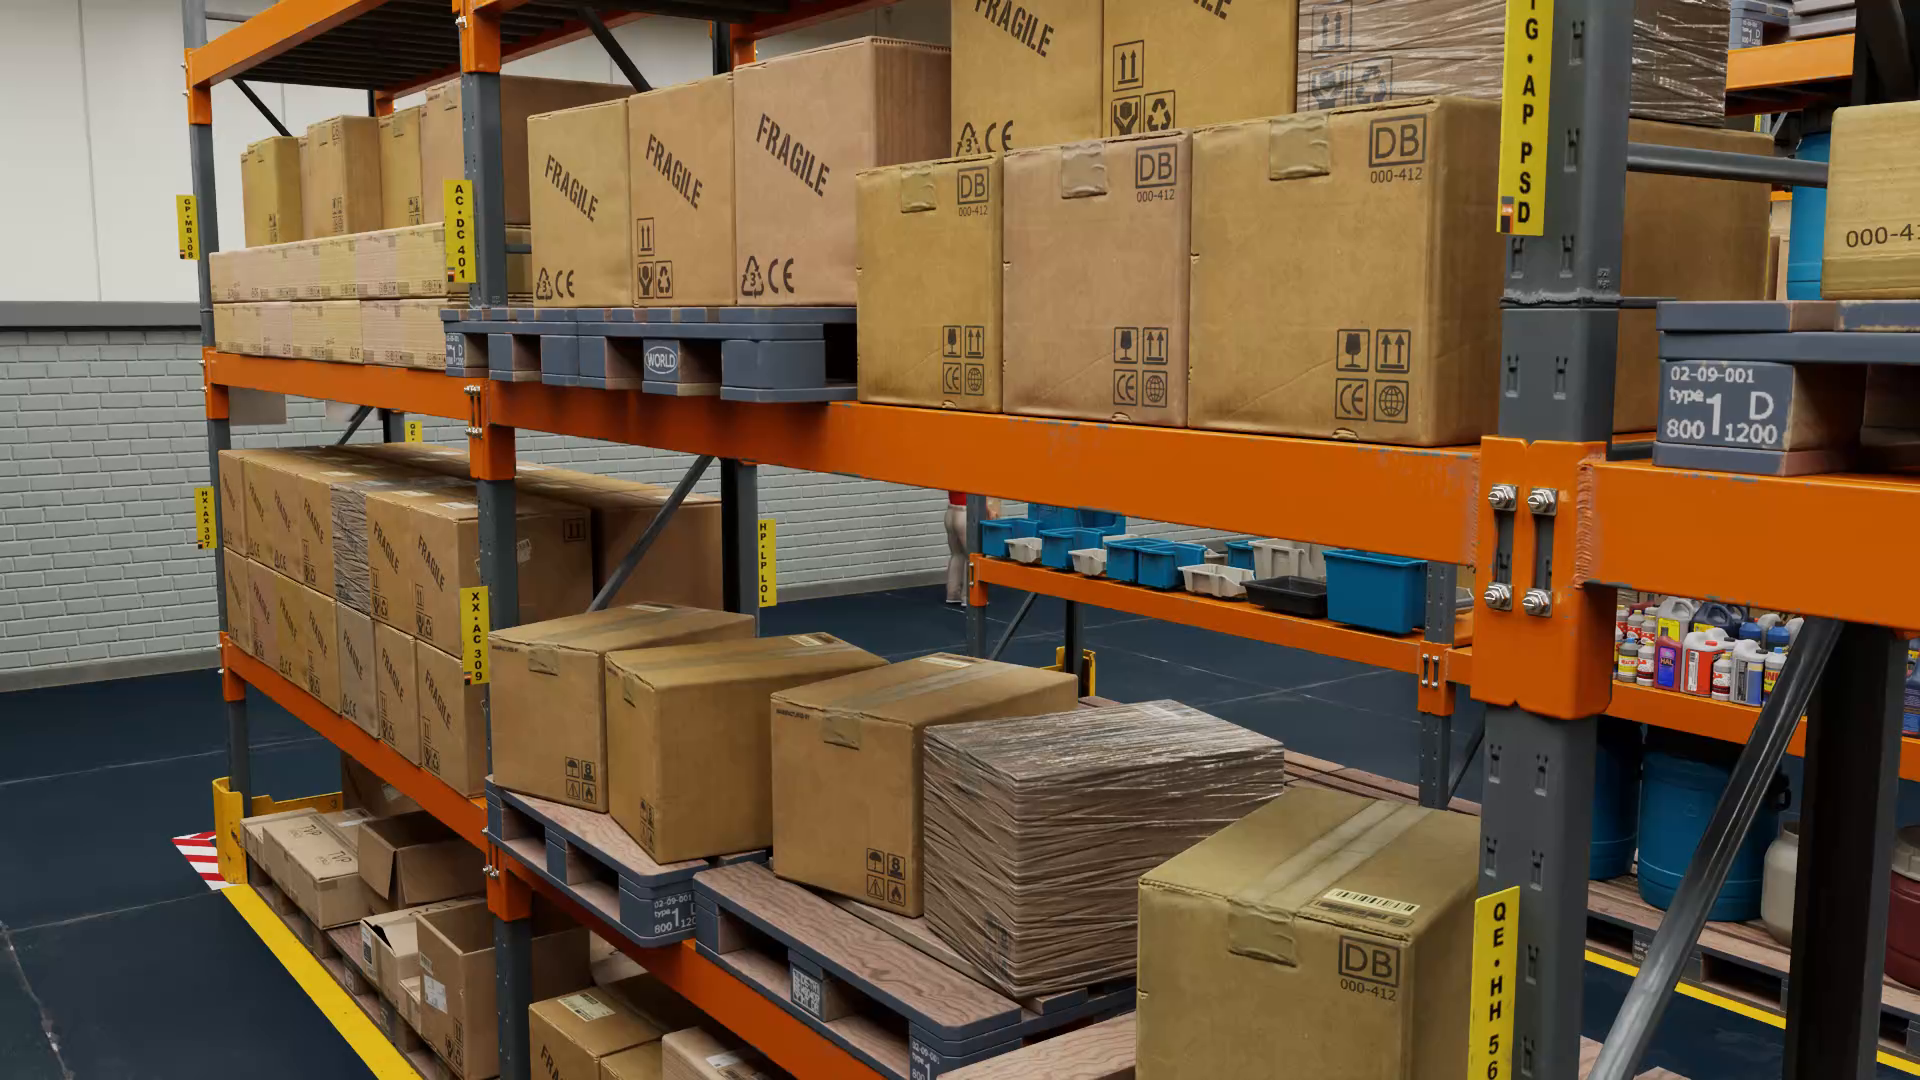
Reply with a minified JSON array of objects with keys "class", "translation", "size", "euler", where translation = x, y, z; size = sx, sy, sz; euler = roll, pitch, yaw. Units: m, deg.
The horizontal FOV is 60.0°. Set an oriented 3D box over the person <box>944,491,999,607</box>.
[{"class":"person","translation":[0.104,-0.186,17.274],"size":[0.536,1.713,0.494],"euler":[-6,10,-36]}]
